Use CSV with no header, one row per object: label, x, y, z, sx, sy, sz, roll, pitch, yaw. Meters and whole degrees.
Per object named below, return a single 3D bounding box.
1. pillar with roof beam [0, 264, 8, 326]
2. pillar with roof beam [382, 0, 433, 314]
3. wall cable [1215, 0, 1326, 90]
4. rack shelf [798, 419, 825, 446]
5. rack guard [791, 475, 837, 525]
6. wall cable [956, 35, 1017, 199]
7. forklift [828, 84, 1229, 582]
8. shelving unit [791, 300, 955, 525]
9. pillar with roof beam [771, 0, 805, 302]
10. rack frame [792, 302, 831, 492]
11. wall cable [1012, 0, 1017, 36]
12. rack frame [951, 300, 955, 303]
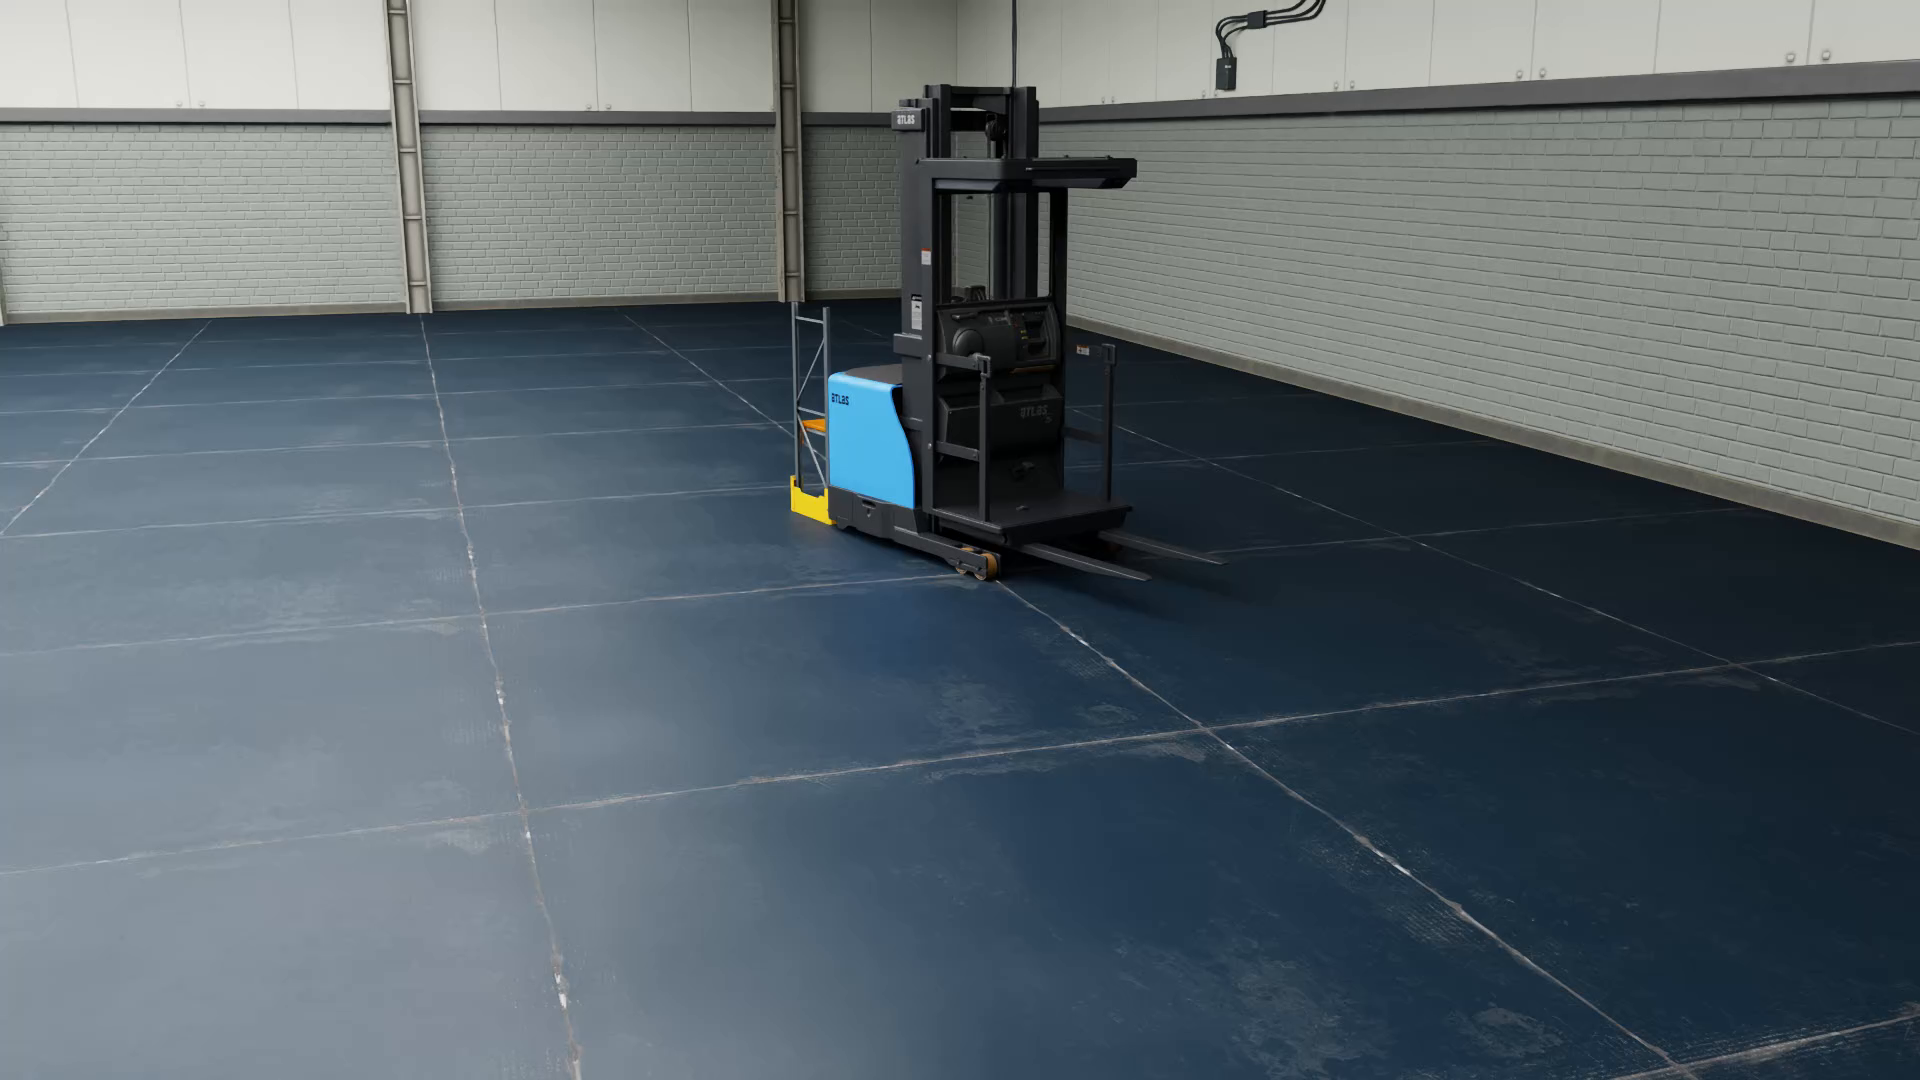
pillar with roof beam,-12.850,-6.589,19.395,0.400,9.000,9.100,-4,14,-18
pillar with roof beam,-7.163,-7.031,21.257,0.400,9.000,9.100,-4,14,-18
wall cable,3.377,-7.917,17.631,0.169,6.003,2.305,-4,14,-18
rack shelf,-0.611,-0.785,11.980,1.000,0.185,0.538,-9,16,-33
rack guard,-1.033,-0.287,11.810,0.087,0.250,0.587,-9,16,-33
wall cable,0.364,-6.835,27.142,0.112,2.526,3.097,-4,14,-18
forklift,0.381,-1.310,10.315,1.130,2.935,3.031,-10,17,-36
shelving unit,-0.618,-0.959,11.933,1.083,1.500,0.587,-9,16,-33
pillar with roof beam,-1.477,-7.474,23.119,0.400,9.000,9.100,-4,14,-18
rack frame,-1.034,-0.895,11.665,0.032,1.500,0.500,-9,16,-33
wall cable,1.227,-8.699,24.064,0.112,2.526,3.097,-4,14,-18
rack frame,-0.187,-1.025,12.211,0.032,1.500,0.500,-9,16,-33
